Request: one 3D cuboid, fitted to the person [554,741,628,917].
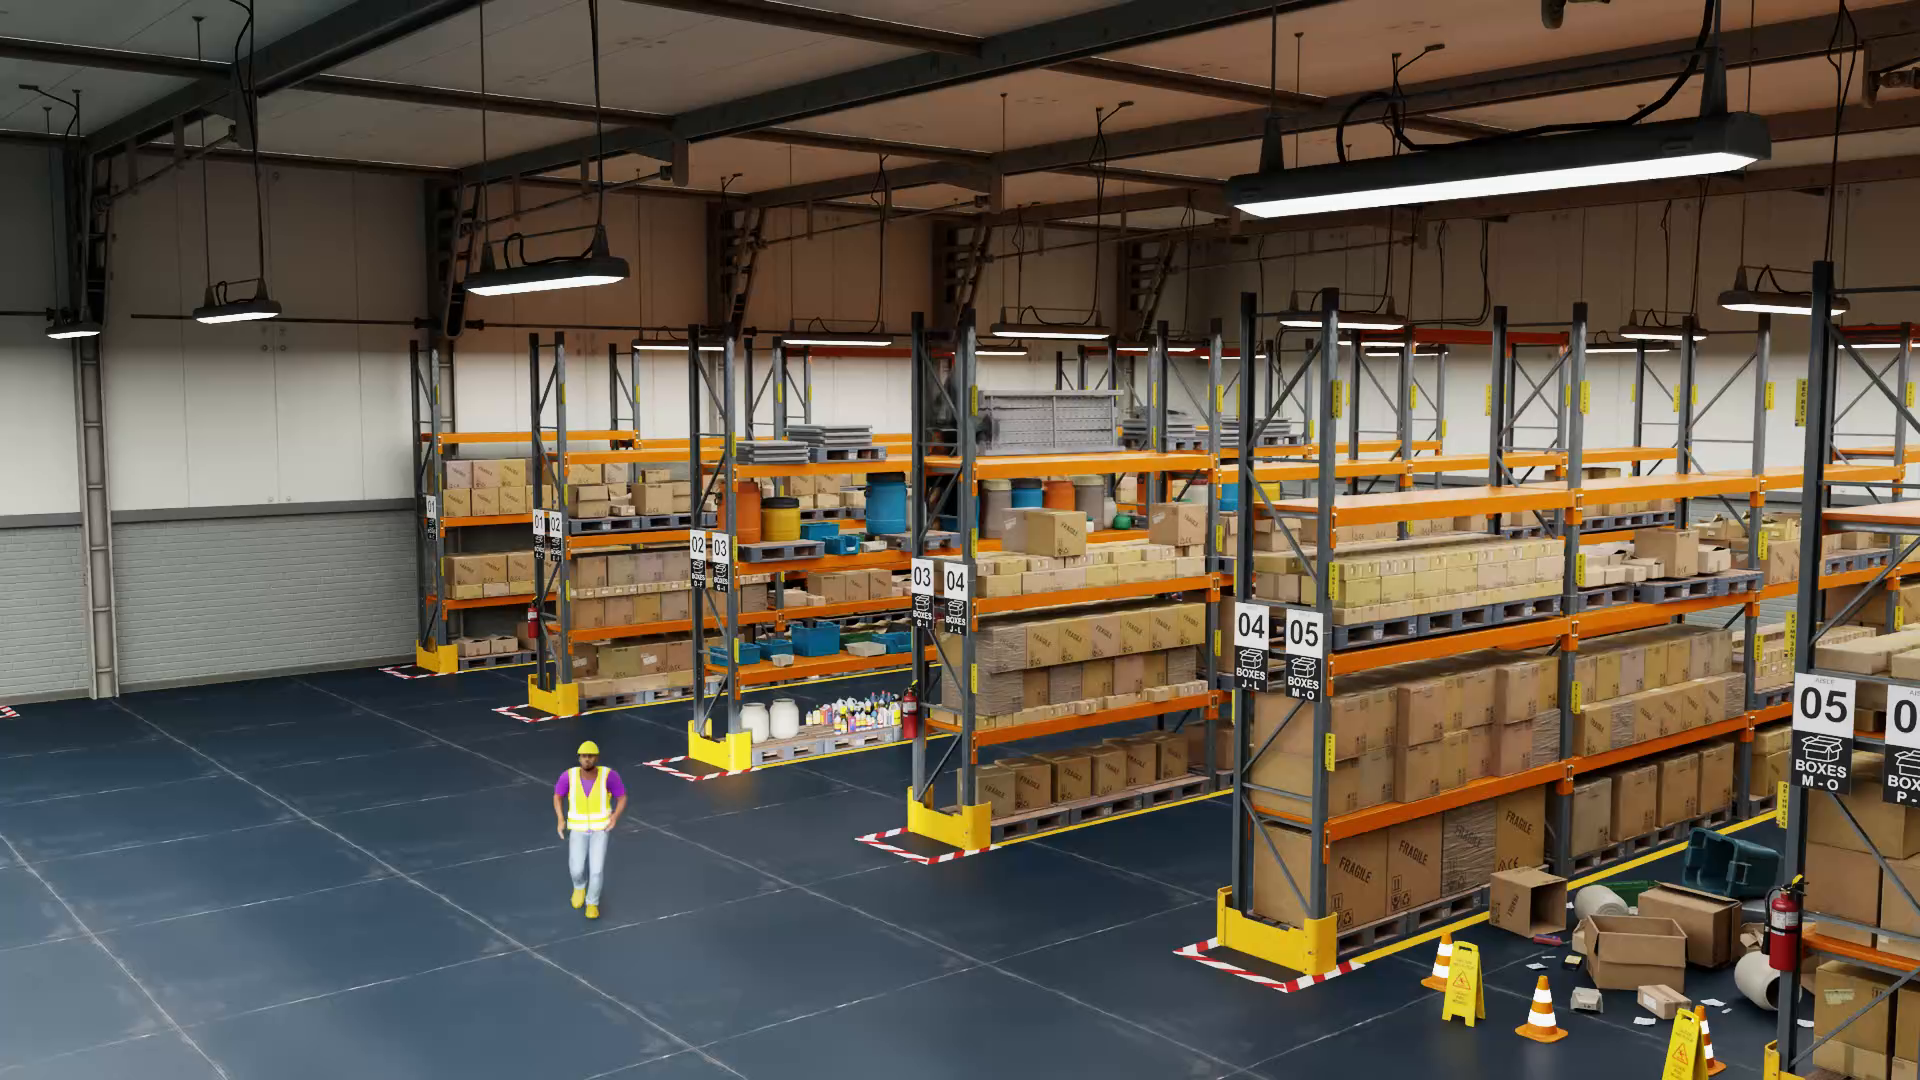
[{"bbox_3d":[-3.592,2.807,16.180,0.712,1.730,0.575,-1,5,-10],"label":"person"}]

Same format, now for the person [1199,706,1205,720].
[{"bbox_3d":[3.506,2.131,23.739,0.519,1.741,0.801,5,7,45],"label":"person"}]
